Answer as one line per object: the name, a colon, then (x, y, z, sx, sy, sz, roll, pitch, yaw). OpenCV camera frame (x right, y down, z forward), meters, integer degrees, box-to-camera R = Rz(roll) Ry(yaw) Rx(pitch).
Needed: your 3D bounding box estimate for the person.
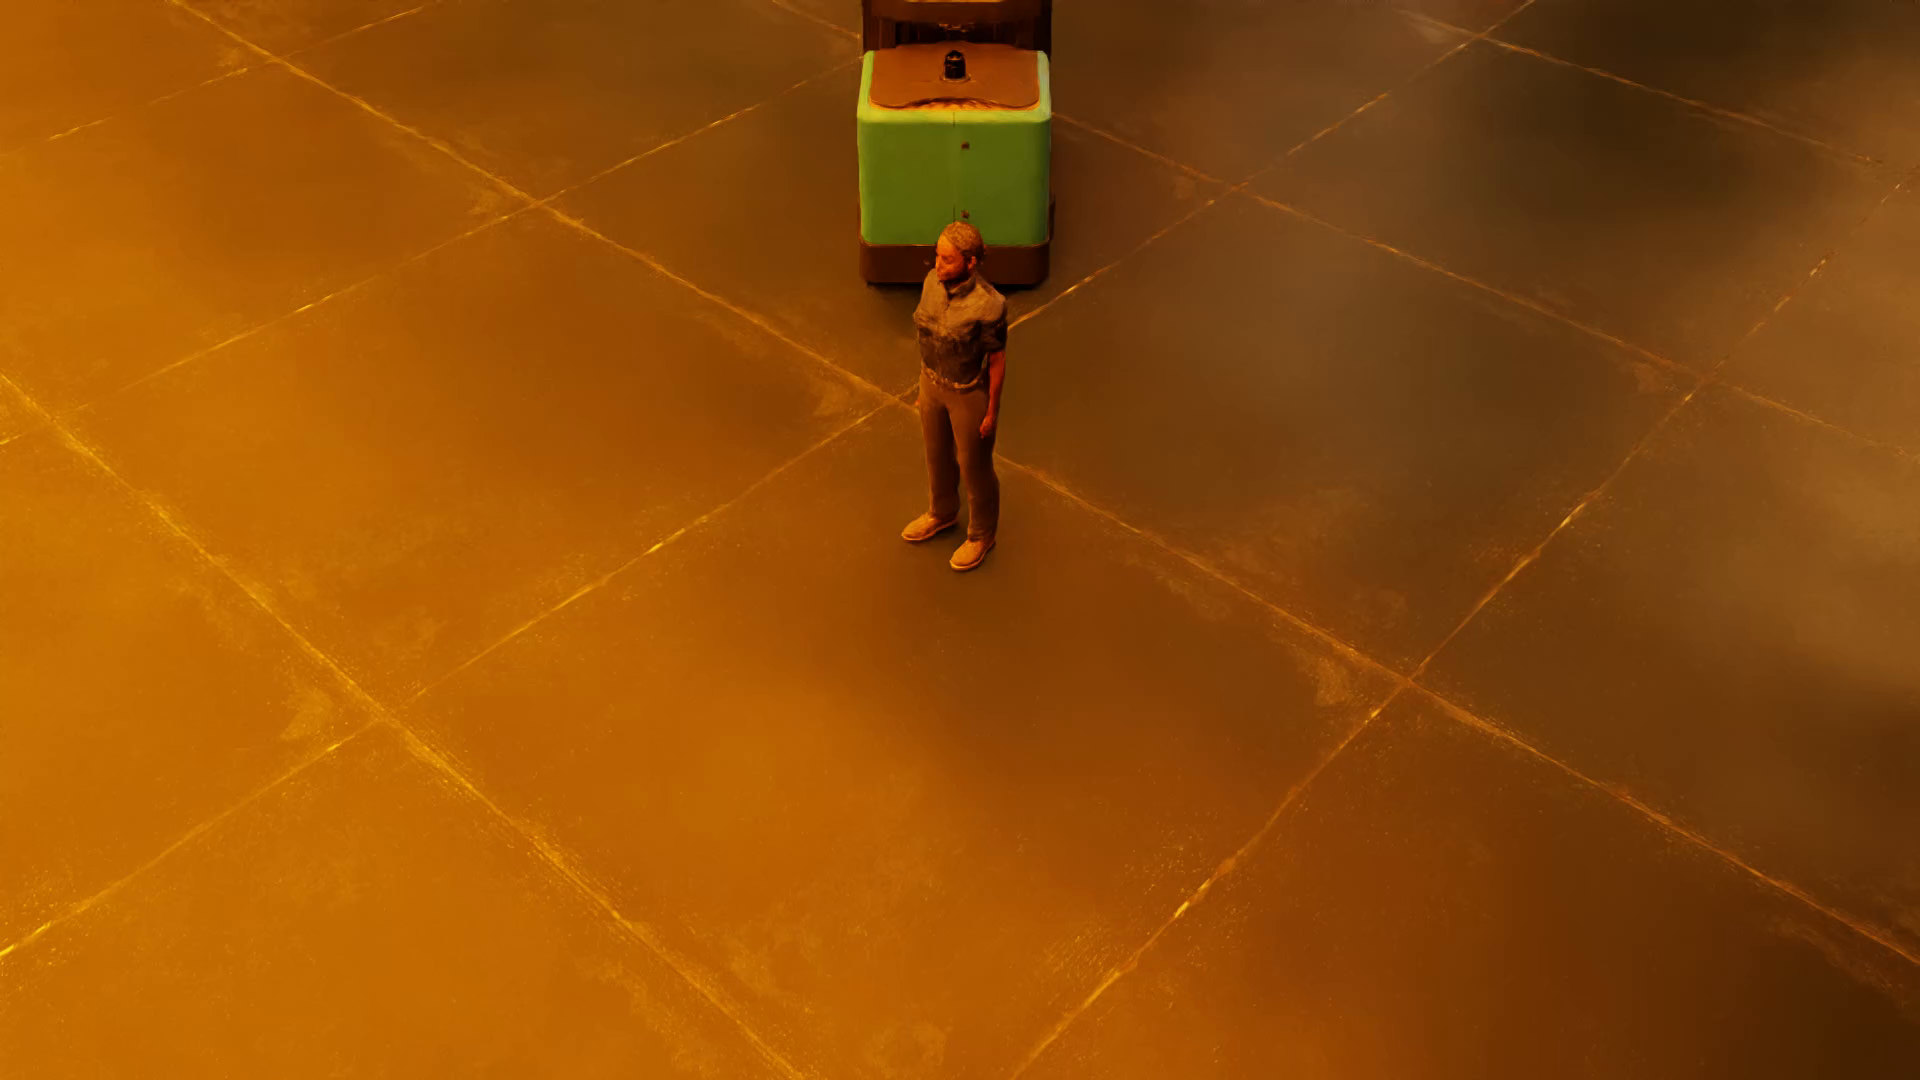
person: (-0.021, -0.612, 7.137, 0.446, 1.641, 0.320, 31, 49, 31)

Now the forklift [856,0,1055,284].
forklift: (-0.013, -3.469, 9.472, 1.130, 2.935, 3.031, 0, 41, 1)
